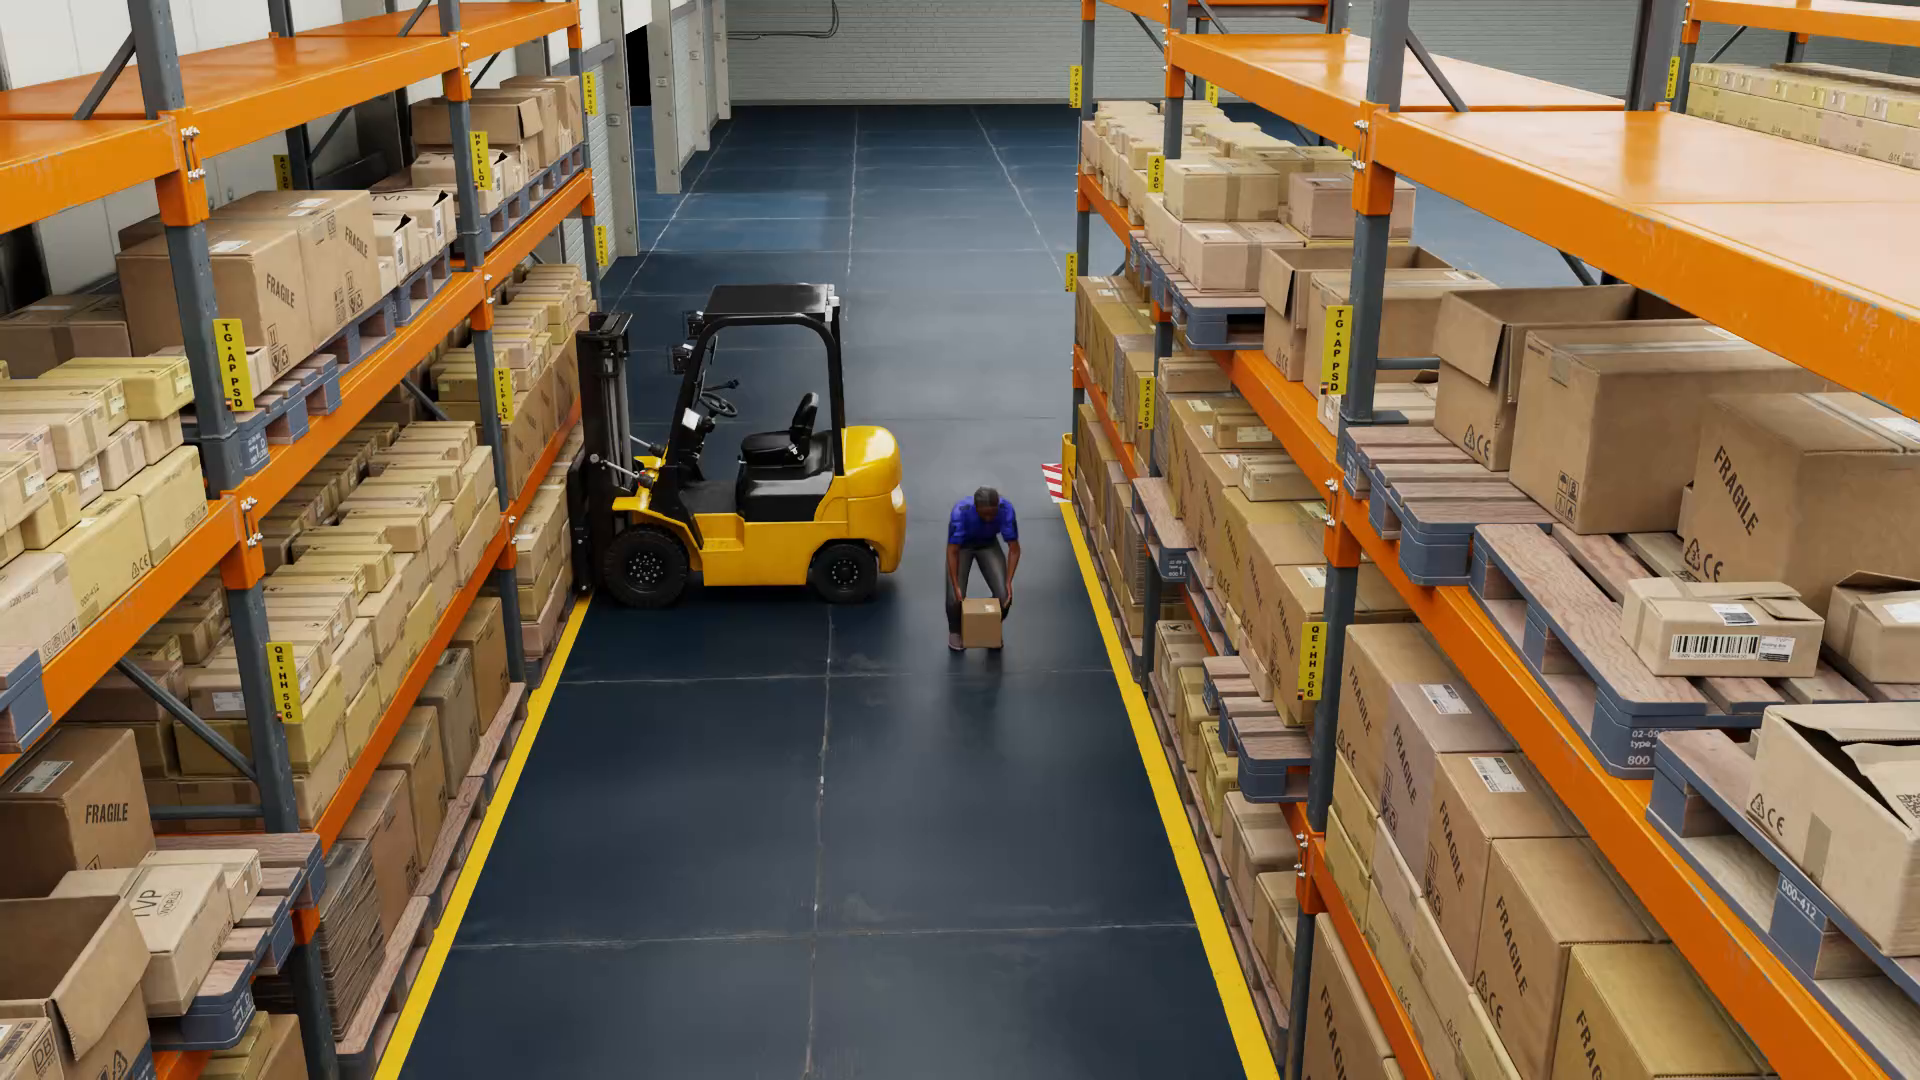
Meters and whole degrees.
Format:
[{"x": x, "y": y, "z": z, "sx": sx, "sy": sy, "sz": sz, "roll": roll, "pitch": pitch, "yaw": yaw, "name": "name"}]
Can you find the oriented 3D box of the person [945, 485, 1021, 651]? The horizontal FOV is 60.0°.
[{"x": 0.148, "y": 0.150, "z": 11.275, "sx": 0.500, "sy": 1.252, "sz": 0.694, "roll": -1, "pitch": 21, "yaw": -4, "name": "person"}]
